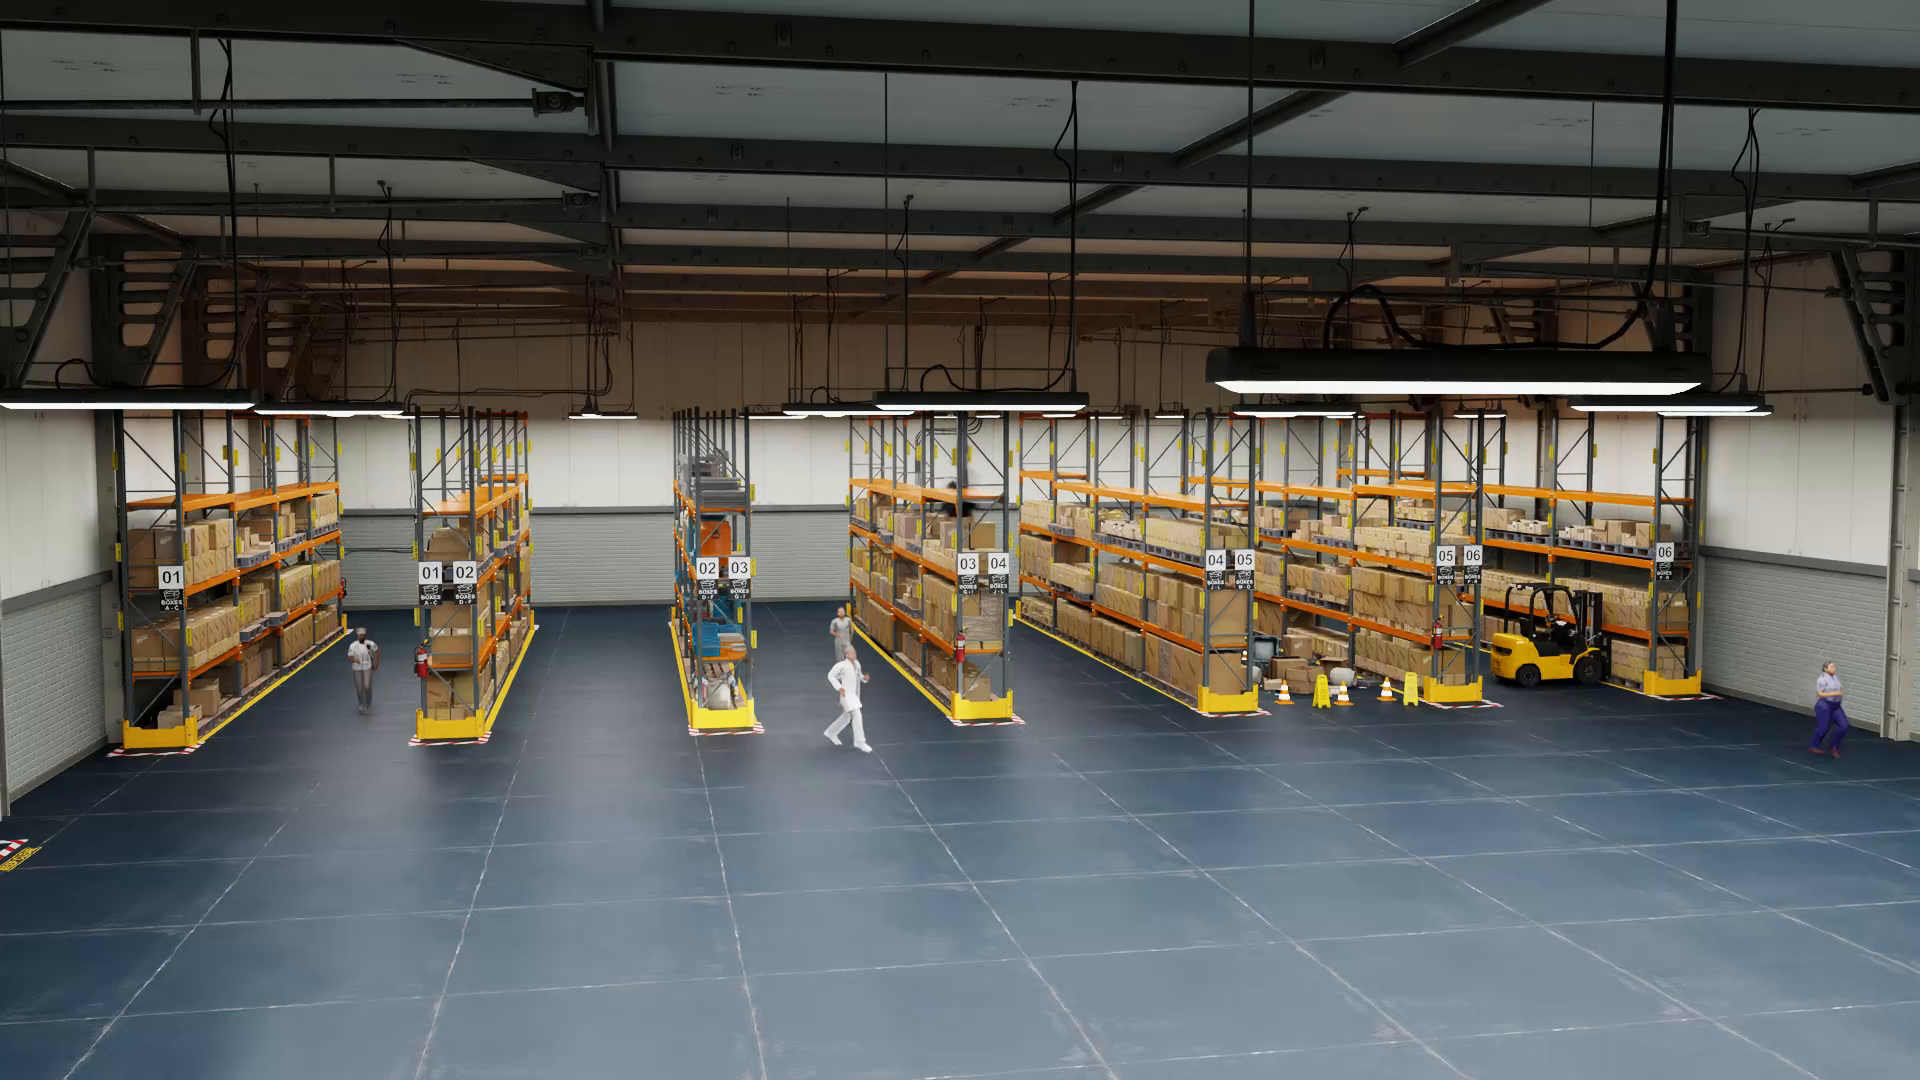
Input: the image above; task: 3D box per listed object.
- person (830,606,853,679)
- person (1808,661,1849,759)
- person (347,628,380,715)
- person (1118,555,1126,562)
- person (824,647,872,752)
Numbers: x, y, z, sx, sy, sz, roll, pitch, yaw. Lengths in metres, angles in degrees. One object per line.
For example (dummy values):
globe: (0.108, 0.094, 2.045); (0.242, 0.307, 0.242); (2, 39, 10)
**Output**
person: (-2.590, 2.298, 36.606); (0.569, 1.684, 0.692); (-1, 4, -16)
person: (14.812, 2.901, 28.307); (0.582, 1.691, 0.673); (-2, 4, -23)
person: (-11.685, 2.578, 32.581); (0.584, 1.750, 0.718); (-1, 4, -15)
person: (5.033, 1.252, 50.586); (0.825, 1.793, 0.673); (0, 4, -3)
person: (-1.942, 2.760, 29.106); (0.981, 1.813, 0.681); (2, 4, 24)
